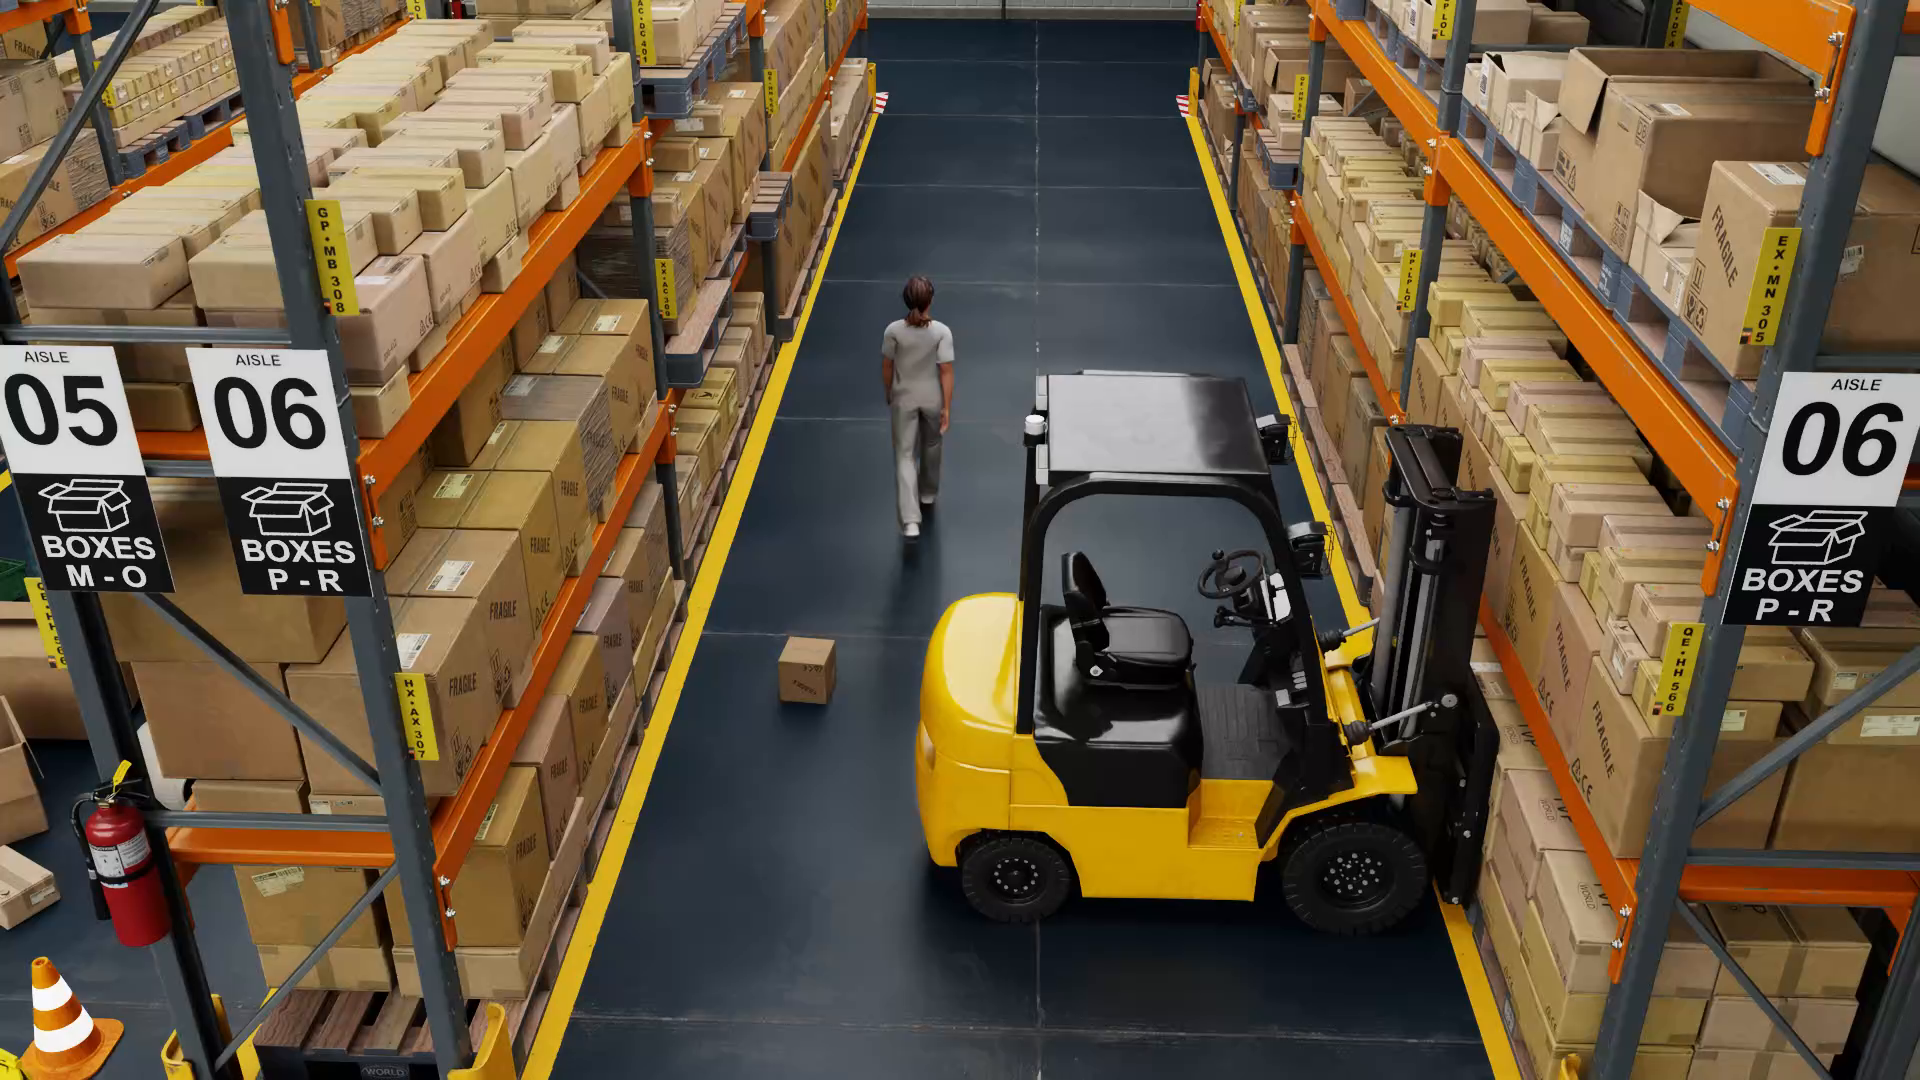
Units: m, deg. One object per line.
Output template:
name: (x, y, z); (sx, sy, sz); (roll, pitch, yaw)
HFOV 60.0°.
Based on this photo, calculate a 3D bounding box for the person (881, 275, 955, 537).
person: (-0.256, -0.846, 10.208); (0.442, 1.623, 1.024); (-2, 28, -3)
